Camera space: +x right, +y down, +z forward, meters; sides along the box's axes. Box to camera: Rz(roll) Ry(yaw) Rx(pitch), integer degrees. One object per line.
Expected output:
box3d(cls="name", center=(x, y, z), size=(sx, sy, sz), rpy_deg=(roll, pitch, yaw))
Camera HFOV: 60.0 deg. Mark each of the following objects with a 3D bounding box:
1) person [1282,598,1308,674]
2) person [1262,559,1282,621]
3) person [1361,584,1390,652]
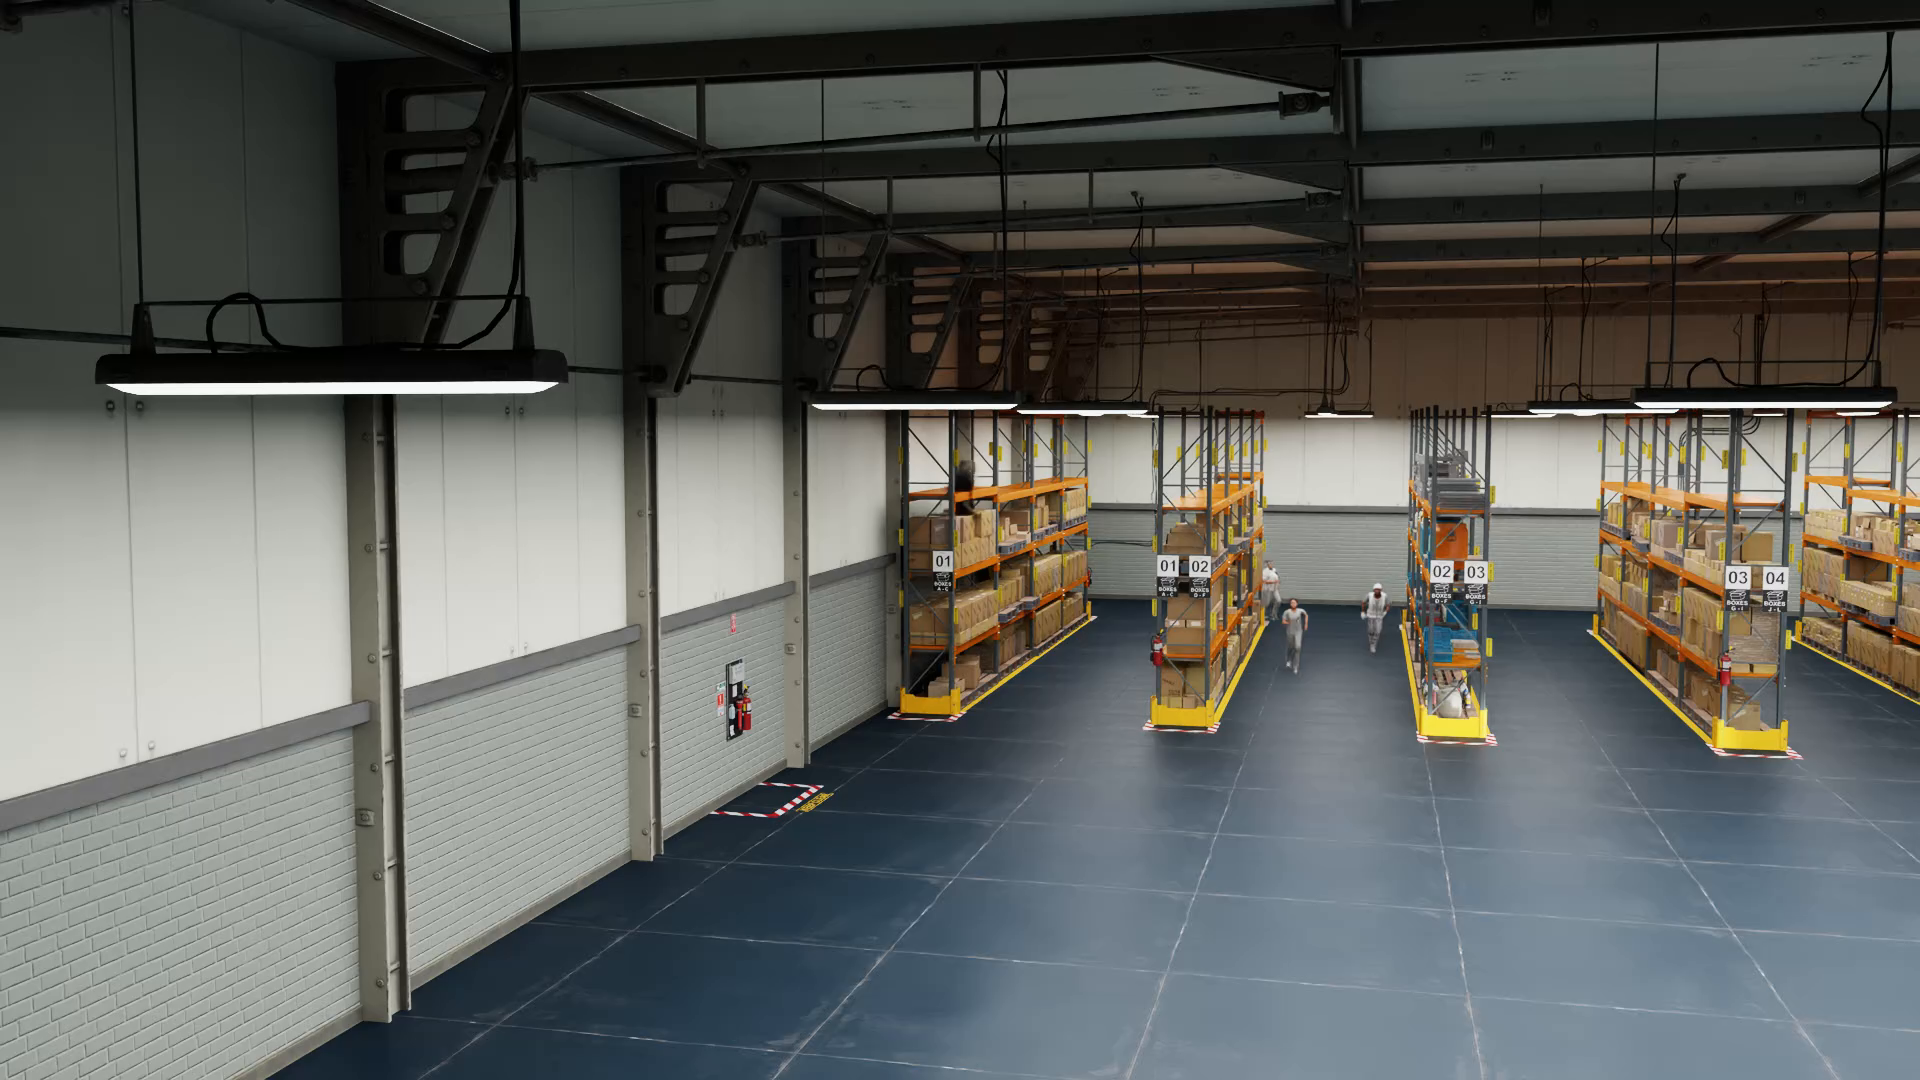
box3d(cls="person", center=(7.652, 2.185, 38.020), size=(0.580, 1.670, 0.890), rpy_deg=(1, 4, 12))
box3d(cls="person", center=(8.883, 1.449, 47.637), size=(0.649, 1.838, 0.757), rpy_deg=(-3, 5, -32))
box3d(cls="person", center=(10.314, 1.913, 41.265), size=(0.673, 1.709, 0.701), rpy_deg=(0, 4, 1))
